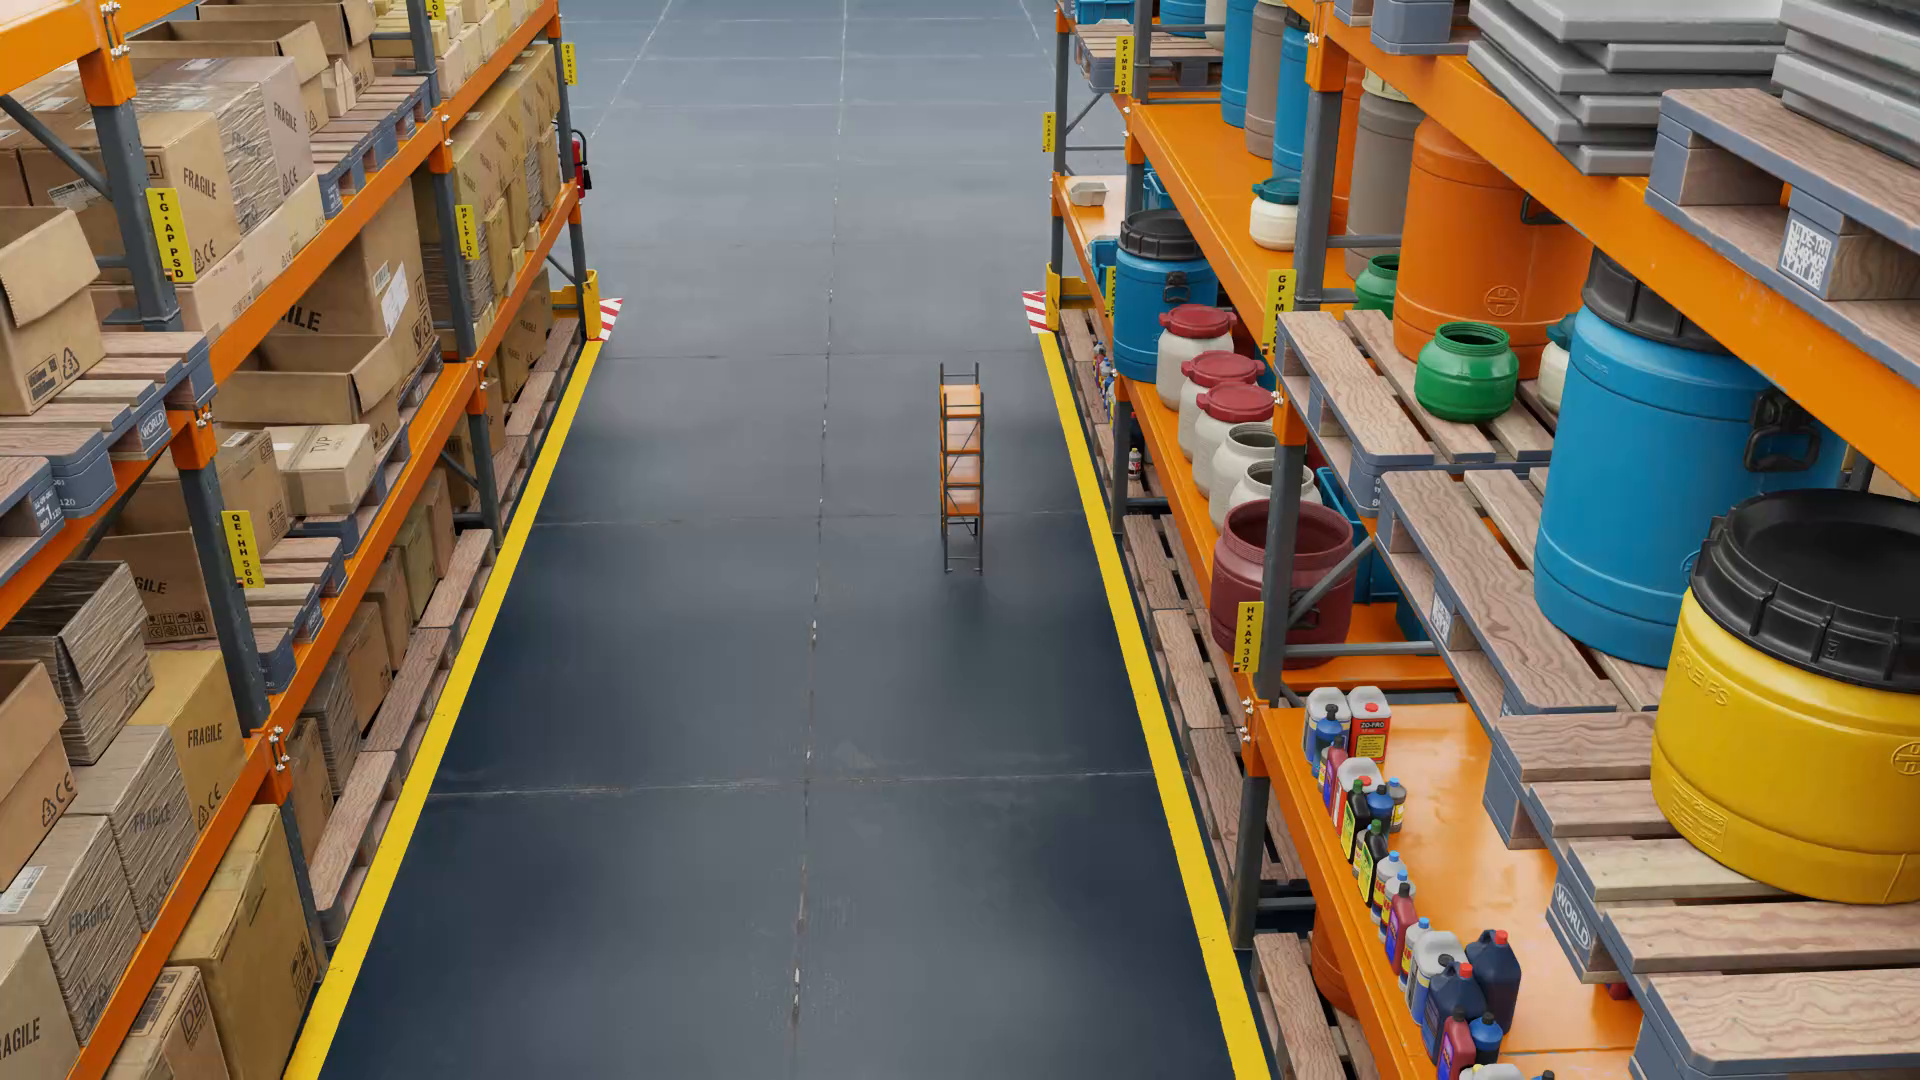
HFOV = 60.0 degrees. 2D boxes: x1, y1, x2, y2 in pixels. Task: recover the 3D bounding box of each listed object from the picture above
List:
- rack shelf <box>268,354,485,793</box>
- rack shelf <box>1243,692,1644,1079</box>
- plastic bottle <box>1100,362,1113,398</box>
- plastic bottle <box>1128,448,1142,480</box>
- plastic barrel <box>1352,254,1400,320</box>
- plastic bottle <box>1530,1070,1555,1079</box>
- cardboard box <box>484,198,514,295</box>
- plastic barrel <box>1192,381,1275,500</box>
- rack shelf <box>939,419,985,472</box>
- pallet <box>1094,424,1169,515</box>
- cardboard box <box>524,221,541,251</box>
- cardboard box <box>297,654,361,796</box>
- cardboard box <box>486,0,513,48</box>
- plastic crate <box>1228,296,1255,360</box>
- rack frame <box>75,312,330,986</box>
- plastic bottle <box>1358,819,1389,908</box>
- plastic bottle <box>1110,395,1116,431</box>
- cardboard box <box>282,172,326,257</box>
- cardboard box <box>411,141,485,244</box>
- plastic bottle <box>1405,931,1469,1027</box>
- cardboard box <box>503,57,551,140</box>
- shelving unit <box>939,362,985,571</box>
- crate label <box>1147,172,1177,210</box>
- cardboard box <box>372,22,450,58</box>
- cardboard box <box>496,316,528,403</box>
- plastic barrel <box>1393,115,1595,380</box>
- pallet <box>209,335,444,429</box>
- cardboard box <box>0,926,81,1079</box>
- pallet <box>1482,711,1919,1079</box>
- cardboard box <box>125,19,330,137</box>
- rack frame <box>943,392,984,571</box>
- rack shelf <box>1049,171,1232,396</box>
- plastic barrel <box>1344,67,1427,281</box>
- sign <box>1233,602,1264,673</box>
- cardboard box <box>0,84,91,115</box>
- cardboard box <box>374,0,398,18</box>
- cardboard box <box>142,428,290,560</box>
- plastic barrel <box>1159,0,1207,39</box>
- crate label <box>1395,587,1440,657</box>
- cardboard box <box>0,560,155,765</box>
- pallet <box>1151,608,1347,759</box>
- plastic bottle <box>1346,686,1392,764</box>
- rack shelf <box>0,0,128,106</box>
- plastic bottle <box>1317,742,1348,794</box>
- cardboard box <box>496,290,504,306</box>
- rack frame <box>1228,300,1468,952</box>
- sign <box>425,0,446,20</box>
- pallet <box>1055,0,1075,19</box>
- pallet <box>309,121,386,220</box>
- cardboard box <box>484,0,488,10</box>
[{"bbox_3d":[-3.349,-0.039,8.421,1.077,0.370,4.000,-1,28,-3],"label":"rack shelf"},{"bbox_3d":[1.806,1.689,5.109,1.077,0.370,4.000,-1,28,-3],"label":"rack shelf"},{"bbox_3d":[1.090,-1.184,12.314,0.097,0.271,0.097,0,28,0],"label":"plastic bottle"},{"bbox_3d":[1.162,-0.515,11.107,0.097,0.201,0.097,0,28,0],"label":"plastic bottle"},{"bbox_3d":[1.637,-0.928,6.272,0.294,0.245,0.294,0,28,0],"label":"plastic barrel"},{"bbox_3d":[1.626,1.594,4.652,0.097,0.271,0.097,0,28,0],"label":"plastic bottle"},{"bbox_3d":[-3.407,-1.899,10.779,0.875,0.500,0.500,-1,28,-3],"label":"cardboard box"},{"bbox_3d":[1.384,-0.476,8.333,0.433,0.535,0.433,0,28,0],"label":"plastic barrel"},{"bbox_3d":[0.009,-0.594,10.316,0.258,0.148,0.480,-1,28,-3],"label":"rack shelf"},{"bbox_3d":[1.499,-0.476,11.496,1.003,0.211,1.213,-1,28,-3],"label":"pallet"},{"bbox_3d":[-3.258,-2.201,12.059,0.380,0.149,0.250,-1,28,-3],"label":"cardboard box"},{"bbox_3d":[-3.342,0.914,8.043,0.700,0.500,0.500,-4,28,-7],"label":"cardboard box"},{"bbox_3d":[-3.305,-3.476,11.152,0.500,0.250,0.500,-2,28,-4],"label":"cardboard box"},{"bbox_3d":[1.823,-1.213,9.825,0.402,0.464,0.583,-1,28,-3],"label":"plastic crate"},{"bbox_3d":[-3.245,0.566,6.484,1.000,3.000,0.127,-1,28,-3],"label":"rack frame"},{"bbox_3d":[1.399,1.089,5.607,0.061,0.283,0.133,-1,28,-3],"label":"plastic bottle"},{"bbox_3d":[1.144,-0.950,11.778,0.144,0.351,0.185,-2,28,-3],"label":"plastic bottle"},{"bbox_3d":[-3.078,-1.395,7.162,0.500,0.250,0.500,-1,28,-2],"label":"cardboard box"},{"bbox_3d":[-3.223,-2.115,10.113,0.500,0.500,0.500,-1,28,-3],"label":"cardboard box"},{"bbox_3d":[1.473,1.349,5.116,0.152,0.276,0.135,-1,28,-3],"label":"plastic bottle"},{"bbox_3d":[-3.355,-3.269,12.326,0.500,0.500,0.500,-1,28,-3],"label":"cardboard box"},{"bbox_3d":[0.009,-0.456,10.388,0.258,1.200,0.503,-1,28,-3],"label":"shelving unit"},{"bbox_3d":[1.650,-2.421,12.171,0.502,0.435,0.616,-1,28,-3],"label":"crate label"},{"bbox_3d":[-3.163,-2.879,9.576,0.380,0.149,0.250,-2,28,-4],"label":"cardboard box"},{"bbox_3d":[-3.568,-1.353,12.412,0.500,0.500,0.500,1,28,2],"label":"cardboard box"},{"bbox_3d":[1.728,-0.998,5.320,0.600,0.830,0.708,-1,28,-3],"label":"plastic barrel"},{"bbox_3d":[-3.559,-0.840,9.386,1.003,0.211,1.213,-1,28,-3],"label":"pallet"},{"bbox_3d":[-2.896,1.448,4.683,0.500,0.500,0.500,-1,28,-2],"label":"cardboard box"},{"bbox_3d":[1.772,0.688,3.211,1.213,0.211,1.003,-1,28,-3],"label":"pallet"},{"bbox_3d":[-3.478,-2.189,7.956,0.797,0.503,0.637,0,28,-1],"label":"cardboard box"},{"bbox_3d":[0.021,-0.343,10.172,0.240,1.200,0.015,-1,28,-3],"label":"rack frame"},{"bbox_3d":[1.388,-2.006,12.192,1.077,0.370,4.000,-1,28,-3],"label":"rack shelf"},{"bbox_3d":[1.875,-1.491,6.641,0.600,0.901,0.600,0,28,0],"label":"plastic barrel"},{"bbox_3d":[1.152,0.390,6.644,0.100,0.325,0.005,-1,28,-3],"label":"sign"},{"bbox_3d":[-3.557,-1.481,6.516,0.500,0.500,0.500,-1,28,-3],"label":"cardboard box"},{"bbox_3d":[-3.762,-3.352,10.483,0.380,0.149,0.250,0,28,-1],"label":"cardboard box"},{"bbox_3d":[-3.442,-0.169,7.329,0.700,0.500,0.500,3,28,5],"label":"cardboard box"},{"bbox_3d":[1.547,-3.602,10.234,0.600,0.901,0.708,-1,28,-3],"label":"plastic barrel"},{"bbox_3d":[2.054,0.317,7.142,0.303,0.233,0.416,-1,28,-3],"label":"crate label"},{"bbox_3d":[-3.223,0.415,5.580,0.797,0.503,0.637,0,28,-1],"label":"cardboard box"},{"bbox_3d":[1.639,0.762,9.123,1.003,0.211,1.213,-1,28,-3],"label":"pallet"},{"bbox_3d":[1.553,0.705,6.351,0.152,0.276,0.135,-1,28,-3],"label":"plastic bottle"},{"bbox_3d":[-3.141,-0.674,3.584,1.077,0.370,4.000,-1,28,-3],"label":"rack shelf"},{"bbox_3d":[1.385,0.841,6.171,0.097,0.201,0.097,0,28,0],"label":"plastic bottle"},{"bbox_3d":[-3.228,-1.622,10.951,0.380,0.149,0.250,-1,28,-3],"label":"cardboard box"},{"bbox_3d":[1.701,0.446,6.713,1.000,3.000,0.127,-1,28,-3],"label":"rack frame"},{"bbox_3d":[-2.900,-3.030,9.150,0.100,0.325,0.005,-1,28,-3],"label":"sign"},{"bbox_3d":[1.229,-4.110,12.410,1.003,0.211,1.213,-1,28,-3],"label":"pallet"},{"bbox_3d":[-3.471,-1.762,7.906,1.213,0.211,1.003,-1,28,-3],"label":"pallet"},{"bbox_3d":[-3.269,-3.481,10.729,0.380,0.149,0.250,-2,28,-4],"label":"cardboard box"}]
